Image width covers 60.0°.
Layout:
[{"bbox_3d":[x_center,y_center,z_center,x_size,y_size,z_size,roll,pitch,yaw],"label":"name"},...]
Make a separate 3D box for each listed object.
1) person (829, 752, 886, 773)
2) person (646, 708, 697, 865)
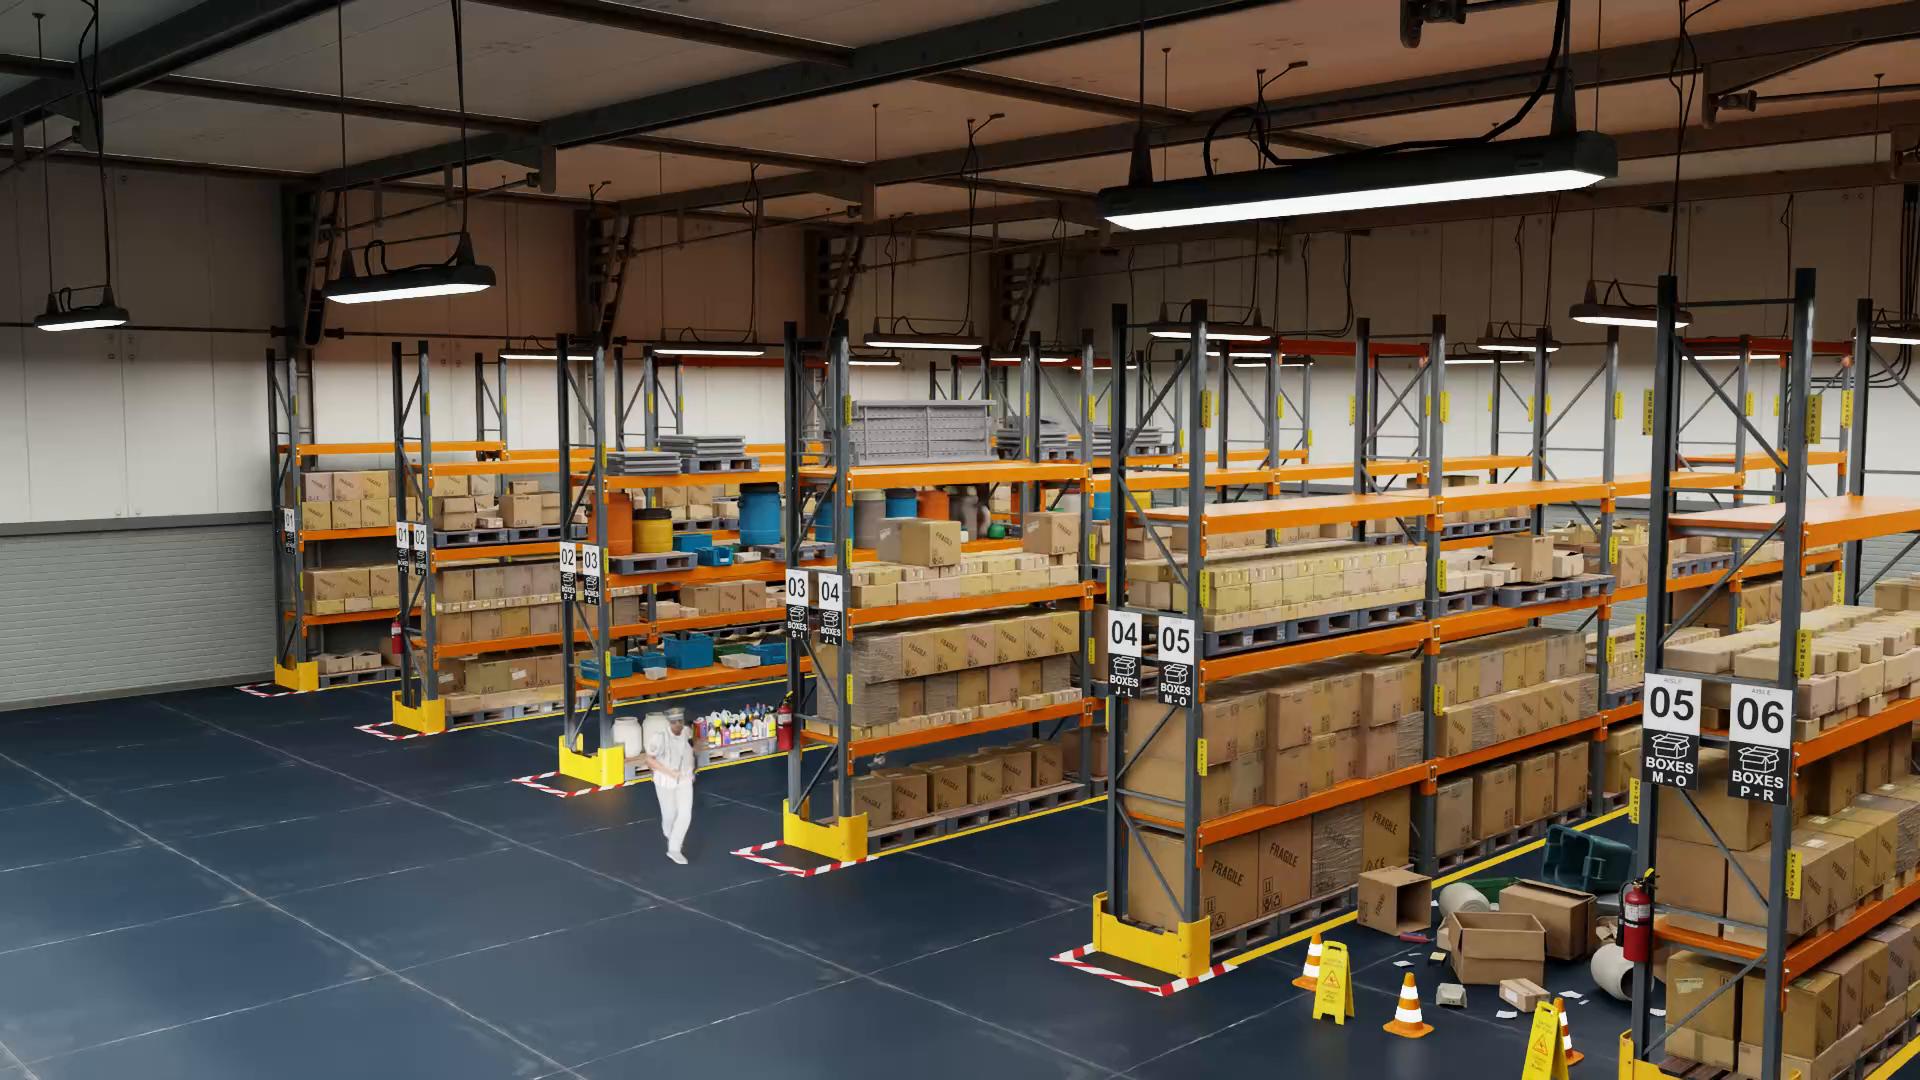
[{"bbox_3d":[-1.333,2.313,22.560,0.834,1.751,0.717,-3,6,-35],"label":"person"},{"bbox_3d":[-3.238,2.689,18.583,0.622,1.739,0.848,-2,5,-24],"label":"person"}]
